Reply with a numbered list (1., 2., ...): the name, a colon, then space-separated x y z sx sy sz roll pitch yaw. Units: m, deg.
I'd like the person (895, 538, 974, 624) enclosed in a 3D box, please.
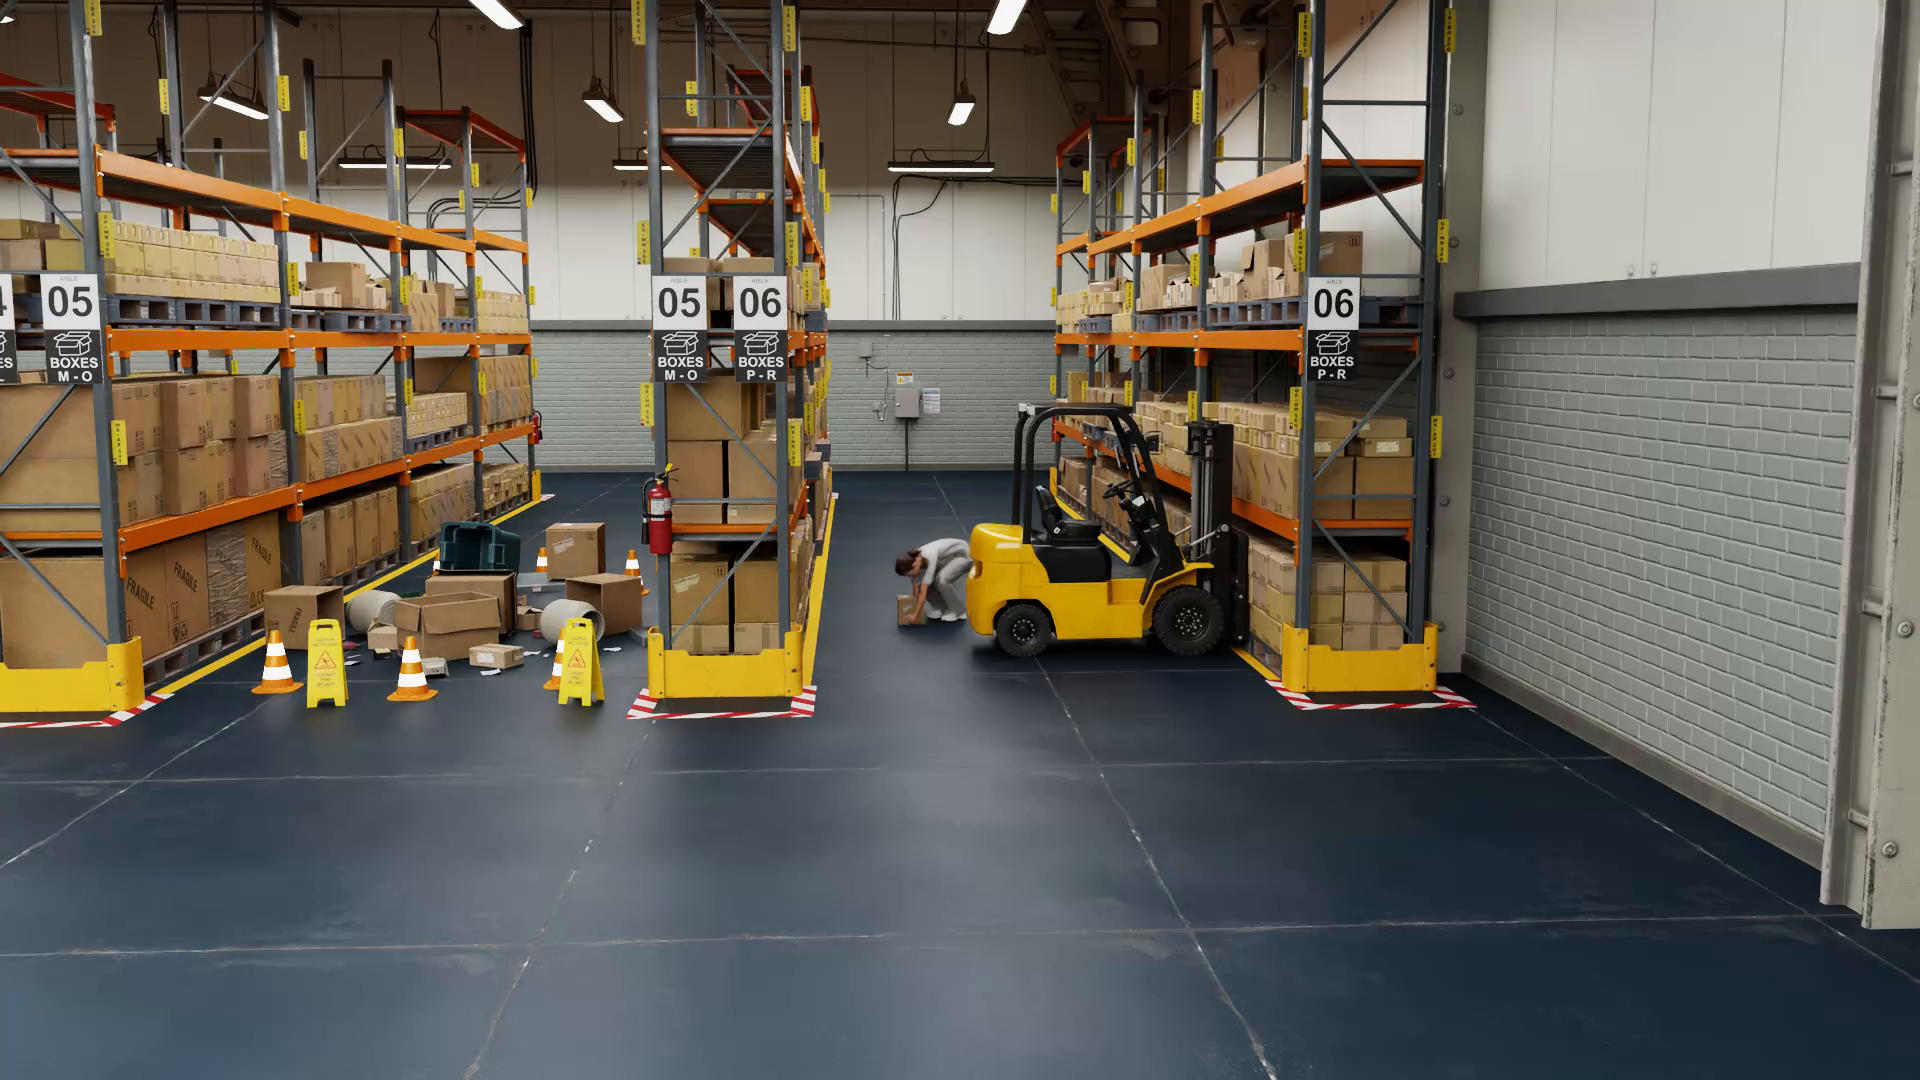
1. person: -0.248 0.415 16.186 0.864 0.836 0.475 -5 8 -35
